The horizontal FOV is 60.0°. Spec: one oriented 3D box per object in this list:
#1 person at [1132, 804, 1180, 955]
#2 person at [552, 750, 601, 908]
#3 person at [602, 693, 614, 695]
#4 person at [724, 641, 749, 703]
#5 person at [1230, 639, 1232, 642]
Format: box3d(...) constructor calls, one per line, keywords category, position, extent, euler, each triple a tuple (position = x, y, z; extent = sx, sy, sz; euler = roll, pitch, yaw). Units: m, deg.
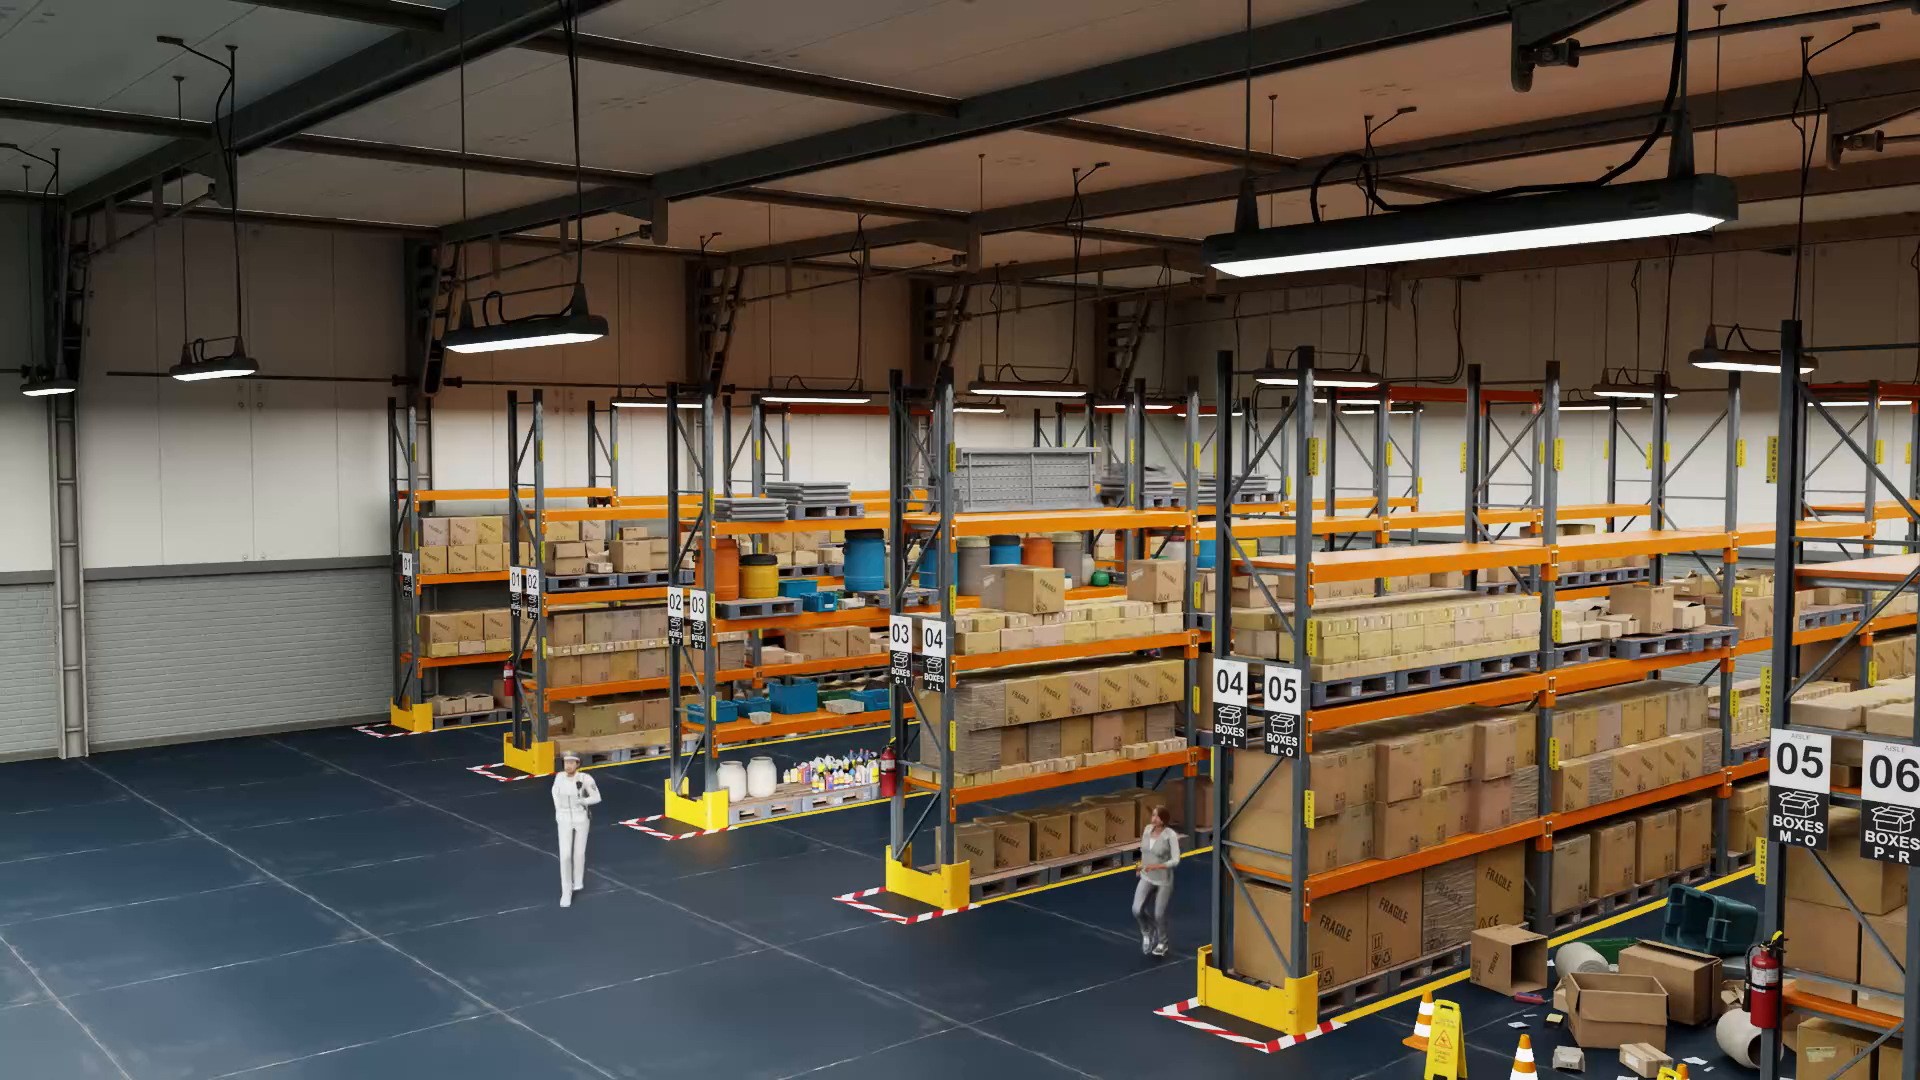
box3d(category="person", position=(1.958, 3.406, 16.606), extent=(0.519, 1.556, 0.595), euler=(2, 4, 34))
box3d(category="person", position=(-4.351, 3.226, 18.855), extent=(0.584, 1.754, 0.775), euler=(0, 3, -5))
box3d(category="person", position=(-6.191, 2.586, 29.624), extent=(0.642, 1.783, 1.029), euler=(3, 4, 40))
box3d(category="person", position=(-4.149, 2.451, 31.121), extent=(0.668, 1.728, 0.645), euler=(3, 5, 44))
box3d(category="person", position=(5.788, 2.269, 34.629), extent=(0.671, 1.722, 0.684), euler=(-3, 5, -45))
